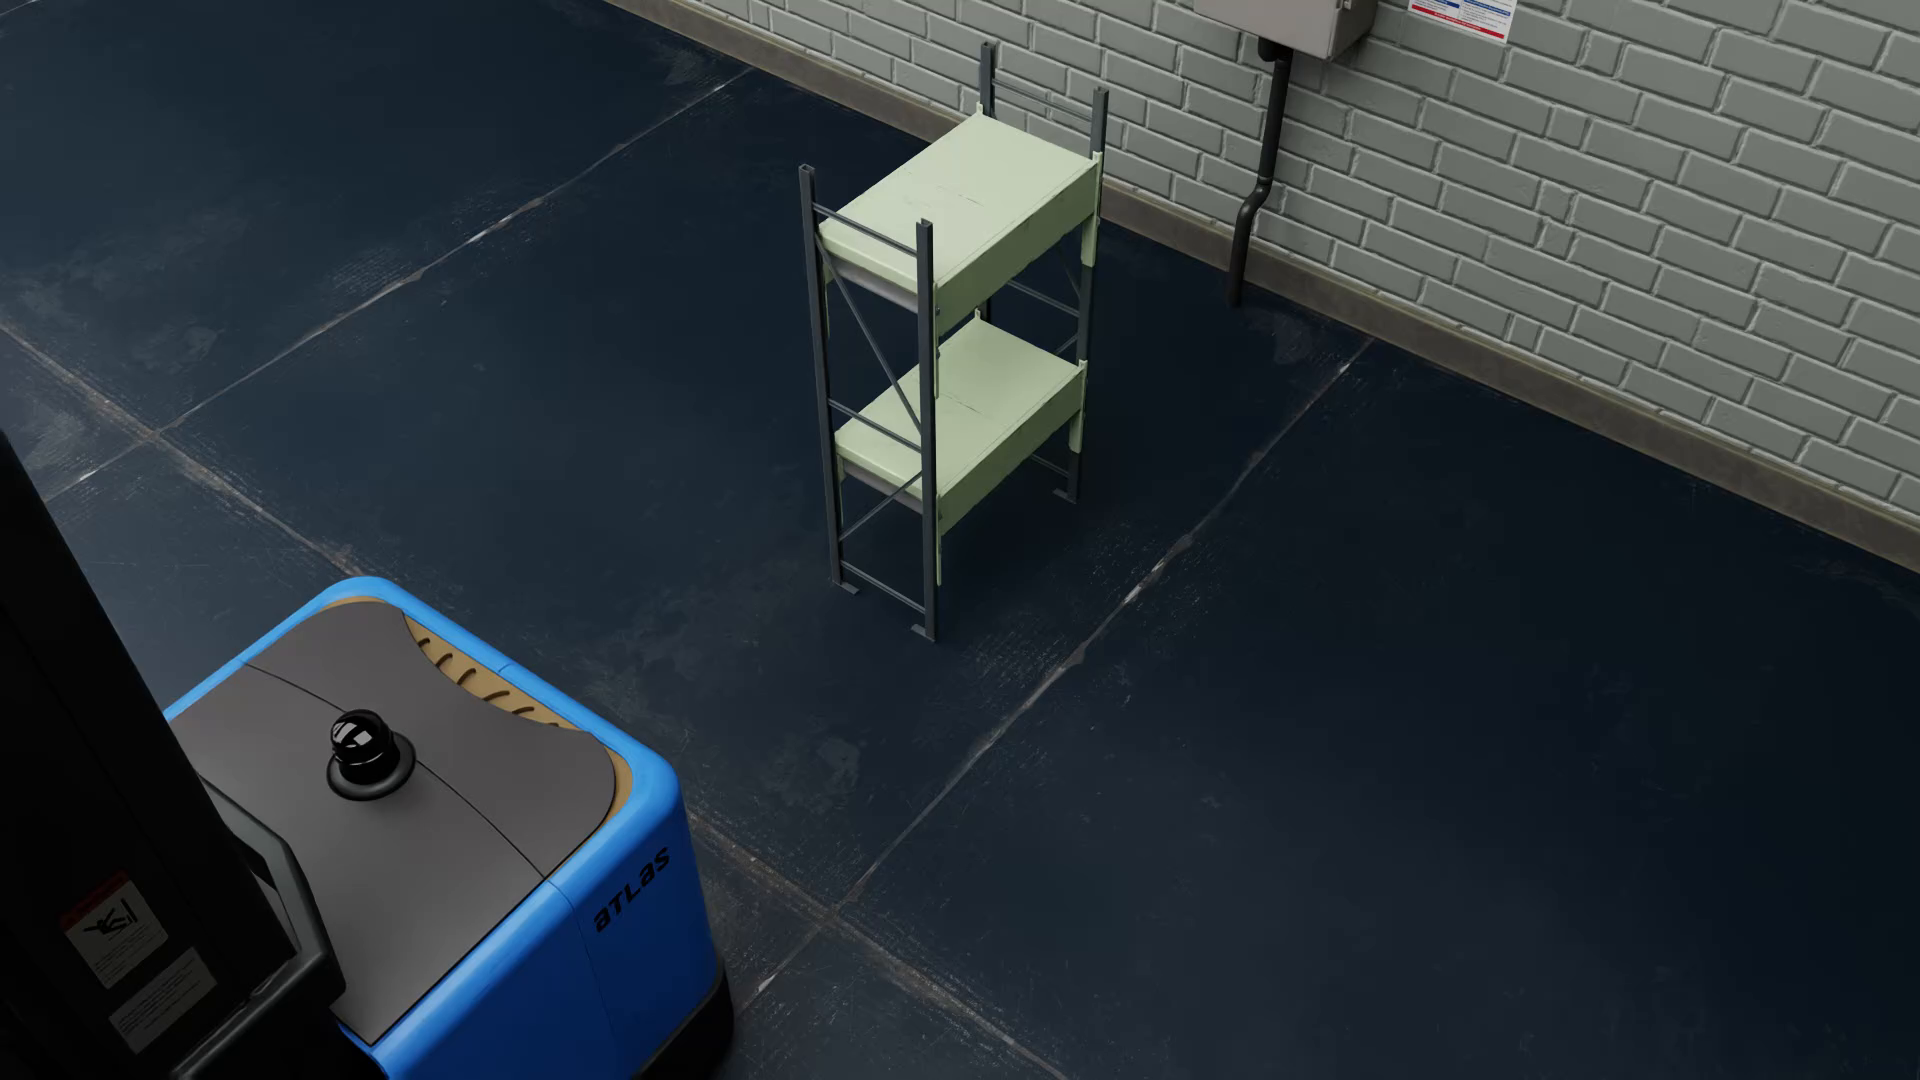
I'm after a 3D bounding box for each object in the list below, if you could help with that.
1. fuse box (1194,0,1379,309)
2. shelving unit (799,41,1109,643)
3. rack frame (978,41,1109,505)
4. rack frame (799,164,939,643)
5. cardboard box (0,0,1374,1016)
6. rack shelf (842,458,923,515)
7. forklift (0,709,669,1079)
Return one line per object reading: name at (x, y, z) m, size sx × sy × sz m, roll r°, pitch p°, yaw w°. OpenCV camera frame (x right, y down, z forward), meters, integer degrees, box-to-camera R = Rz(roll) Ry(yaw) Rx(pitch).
fuse box at (0.998, -1.426, 5.429) m, size 0.539 × 1.711 × 0.414 m, roll 29°, pitch 53°, yaw 25°
shelving unit at (-0.004, -0.514, 4.704) m, size 0.400 × 1.500 × 0.755 m, roll 29°, pitch 53°, yaw 25°
rack frame at (0.220, -0.724, 4.904) m, size 0.400 × 1.500 × 0.023 m, roll 29°, pitch 53°, yaw 25°
rack frame at (-0.228, -0.305, 4.504) m, size 0.400 × 1.500 × 0.023 m, roll 29°, pitch 53°, yaw 25°
cardboard box at (-4.927, 1.261, 2.974) m, size 6.103 × 1.550 × 13.522 m, roll 28°, pitch 53°, yaw 24°
rack shelf at (-0.004, -0.338, 4.888) m, size 0.332 × 0.071 × 0.664 m, roll 29°, pitch 53°, yaw 25°
forklift at (-1.854, 0.907, 2.418) m, size 1.107 × 2.843 × 2.937 m, roll 28°, pitch 52°, yaw 24°
